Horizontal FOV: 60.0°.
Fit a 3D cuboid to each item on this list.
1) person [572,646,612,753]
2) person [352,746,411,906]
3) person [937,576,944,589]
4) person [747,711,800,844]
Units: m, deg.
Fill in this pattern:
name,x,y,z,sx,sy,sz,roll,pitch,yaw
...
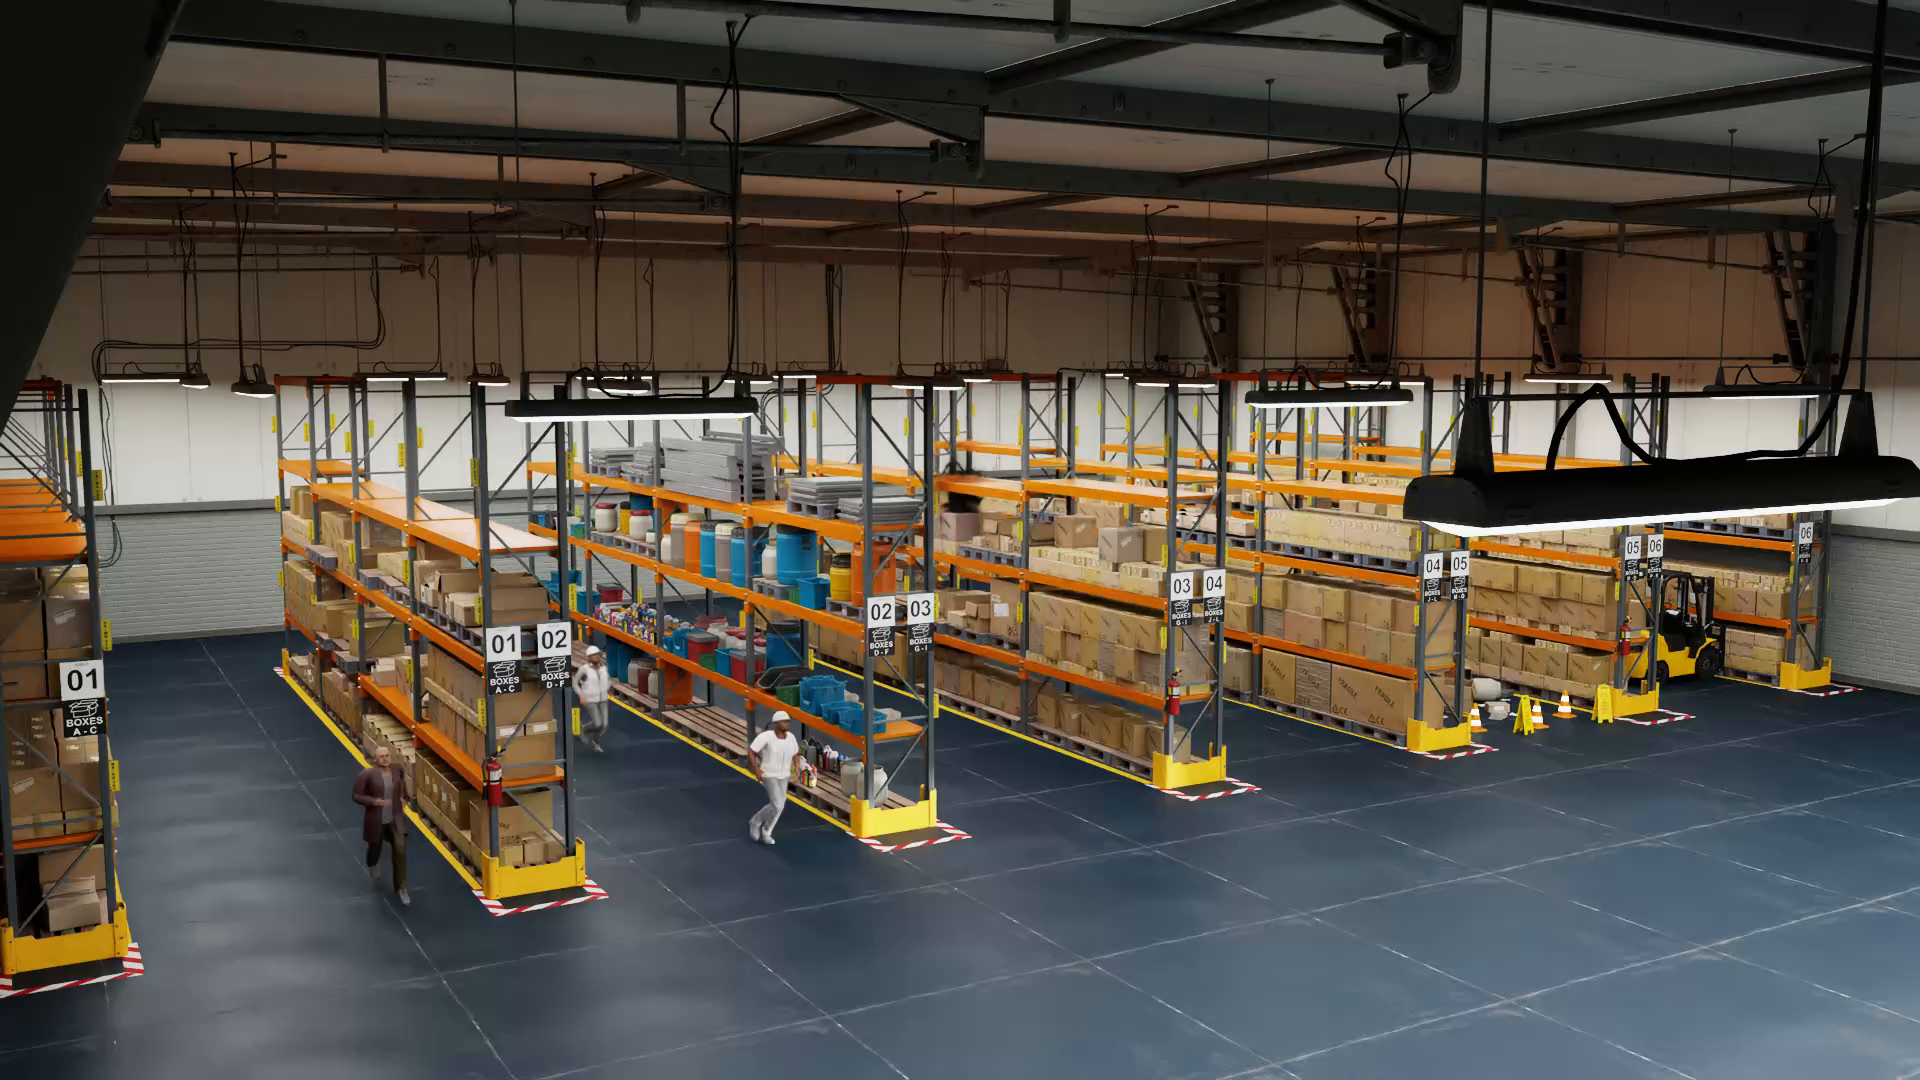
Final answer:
name,x,y,z,sx,sy,sz,roll,pitch,yaw
person,-5.850,2.562,26.682,0.664,1.730,0.578,-6,8,-42
person,-6.827,3.318,19.602,0.668,1.819,1.159,-4,7,-31
person,-0.449,1.617,35.289,0.696,1.718,0.605,-5,8,-36
person,-2.379,3.097,21.805,0.543,1.711,0.721,6,9,45
